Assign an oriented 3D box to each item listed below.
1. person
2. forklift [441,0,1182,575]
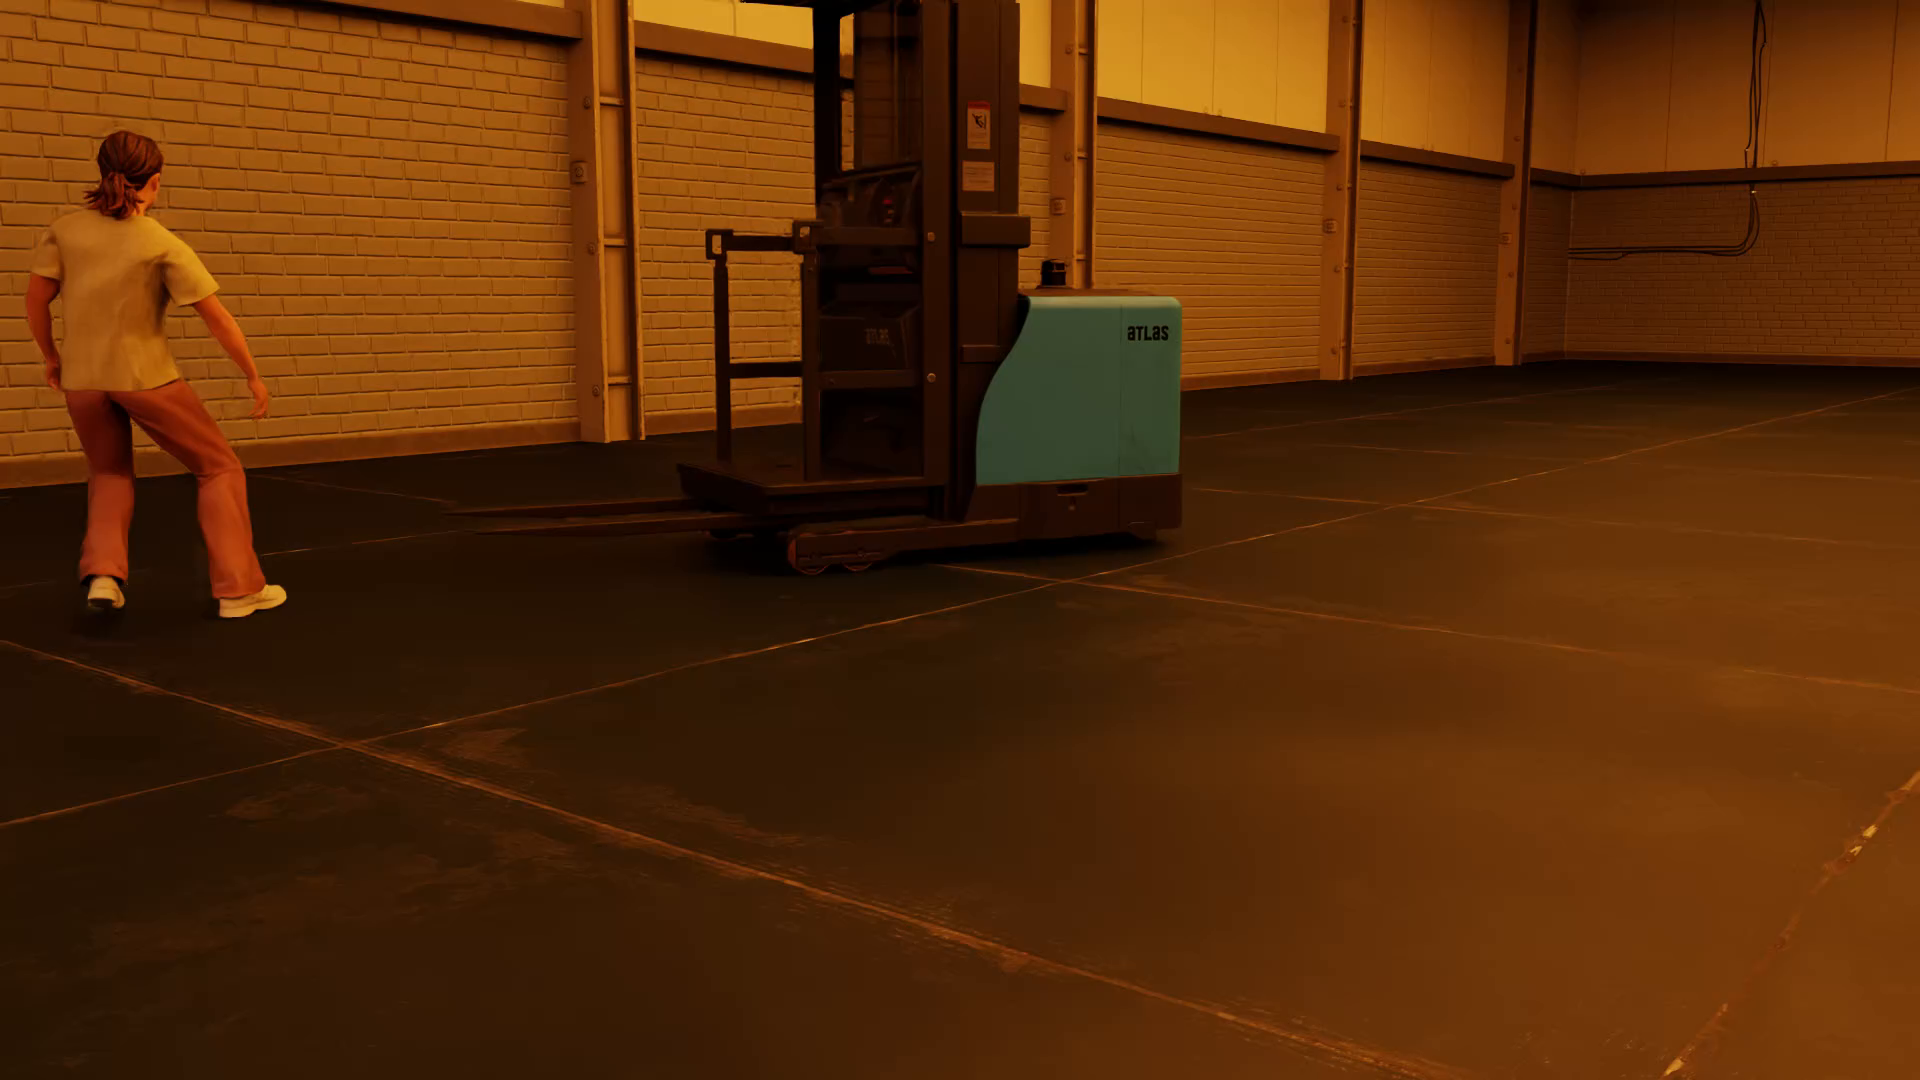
[{"bbox_3d":[-2.670,-0.525,5.482,0.701,1.593,0.524,0,8,-3],"label":"person"},{"bbox_3d":[-0.573,-1.400,6.851,3.031,2.935,1.130,-4,9,-28],"label":"forklift"}]
